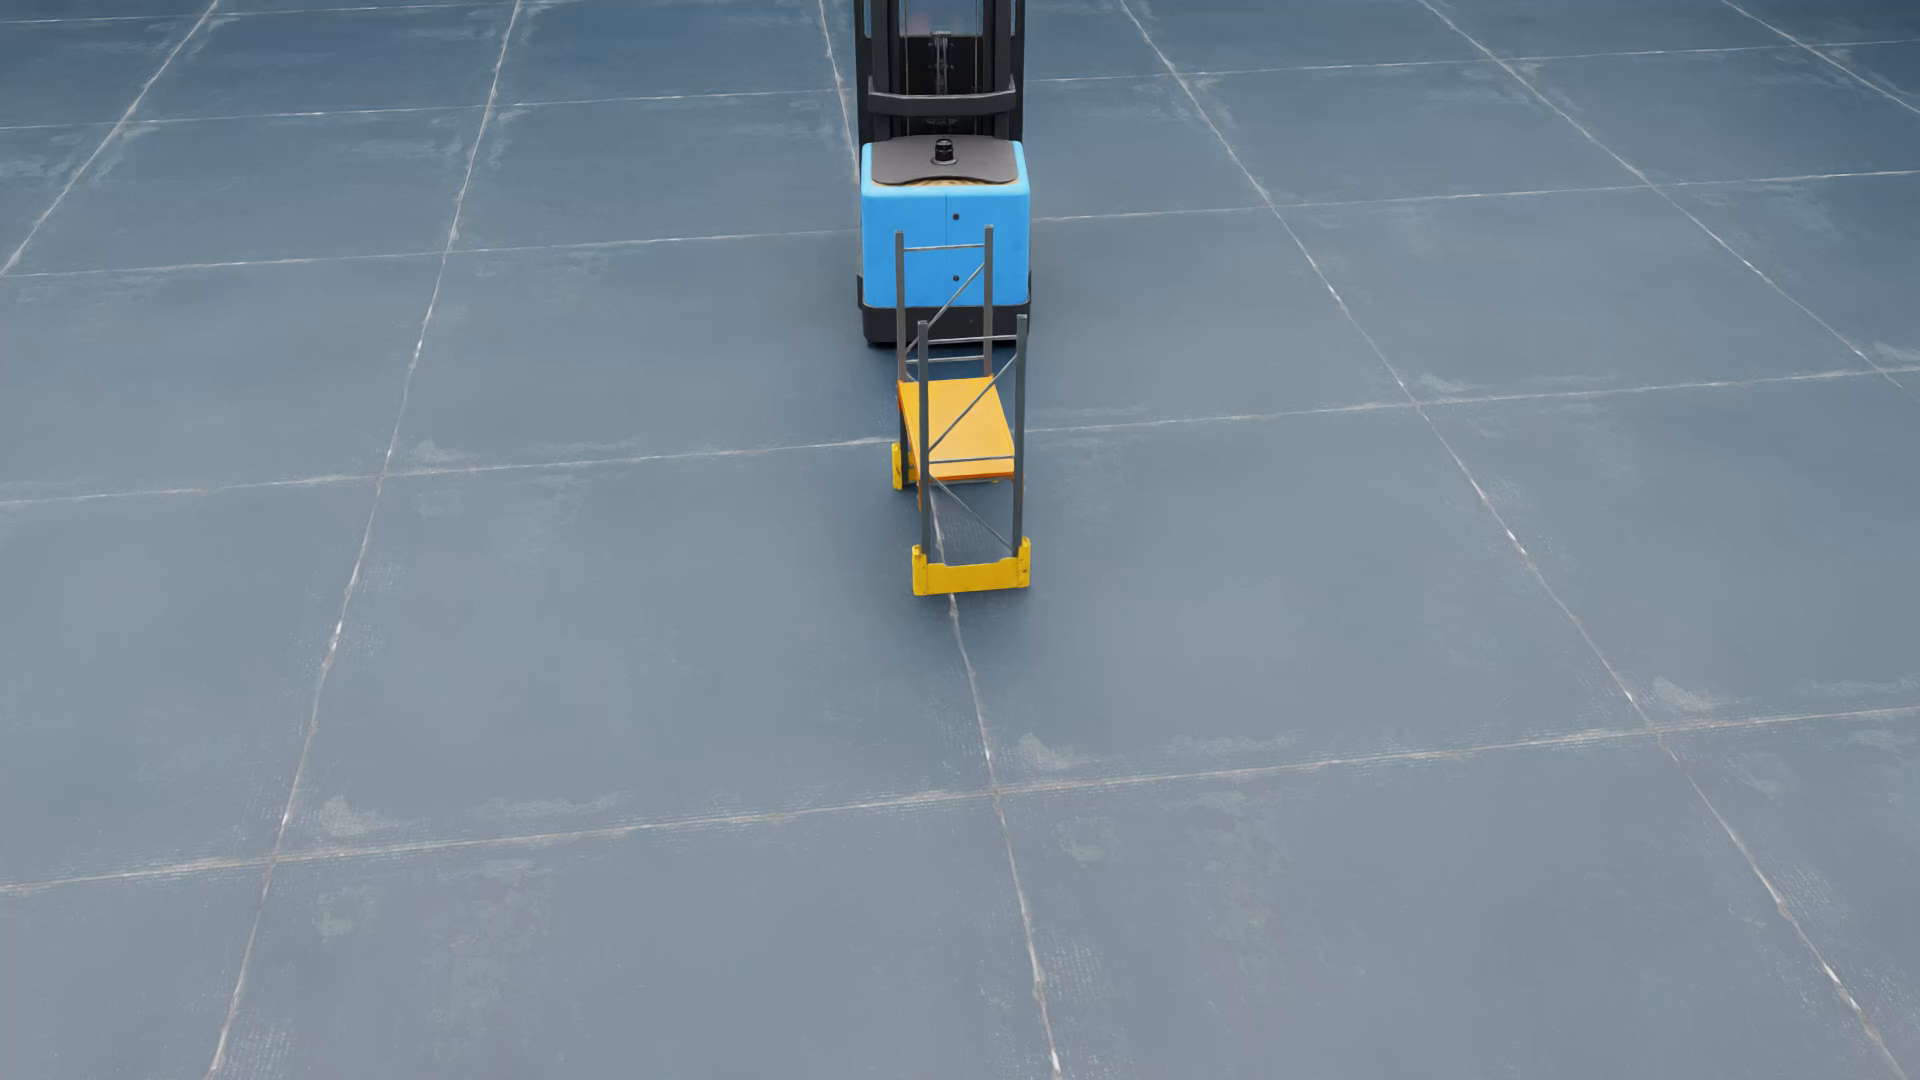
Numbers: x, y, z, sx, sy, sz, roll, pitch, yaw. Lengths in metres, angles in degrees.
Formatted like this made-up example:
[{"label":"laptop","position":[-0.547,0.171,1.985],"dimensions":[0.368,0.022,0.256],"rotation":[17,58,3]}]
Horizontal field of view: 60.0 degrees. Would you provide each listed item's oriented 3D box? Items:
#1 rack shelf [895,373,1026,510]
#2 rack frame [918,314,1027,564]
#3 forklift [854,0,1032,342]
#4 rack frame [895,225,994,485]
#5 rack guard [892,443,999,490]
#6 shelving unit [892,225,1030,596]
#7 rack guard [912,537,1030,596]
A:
[{"label":"rack shelf","position":[-0.011,-0.519,8.499],"dimensions":[0.538,0.185,1.000],"rotation":[-4,35,-6]},{"label":"rack frame","position":[0.057,-0.384,7.981],"dimensions":[0.500,1.500,0.032],"rotation":[-4,35,-6]},{"label":"forklift","position":[-0.140,-3.254,10.922],"dimensions":[1.130,2.935,3.031],"rotation":[-1,34,-2]},{"label":"rack frame","position":[-0.080,-0.951,8.814],"dimensions":[0.500,1.500,0.032],"rotation":[-4,35,-6]},{"label":"rack guard","position":[-0.077,-0.424,9.150],"dimensions":[0.587,0.250,0.087],"rotation":[-4,35,-6]},{"label":"shelving unit","position":[-0.010,-0.662,8.390],"dimensions":[0.587,1.500,1.083],"rotation":[-4,35,-6]},{"label":"rack guard","position":[0.057,0.132,8.334],"dimensions":[0.587,0.250,0.087],"rotation":[-4,35,-6]}]
